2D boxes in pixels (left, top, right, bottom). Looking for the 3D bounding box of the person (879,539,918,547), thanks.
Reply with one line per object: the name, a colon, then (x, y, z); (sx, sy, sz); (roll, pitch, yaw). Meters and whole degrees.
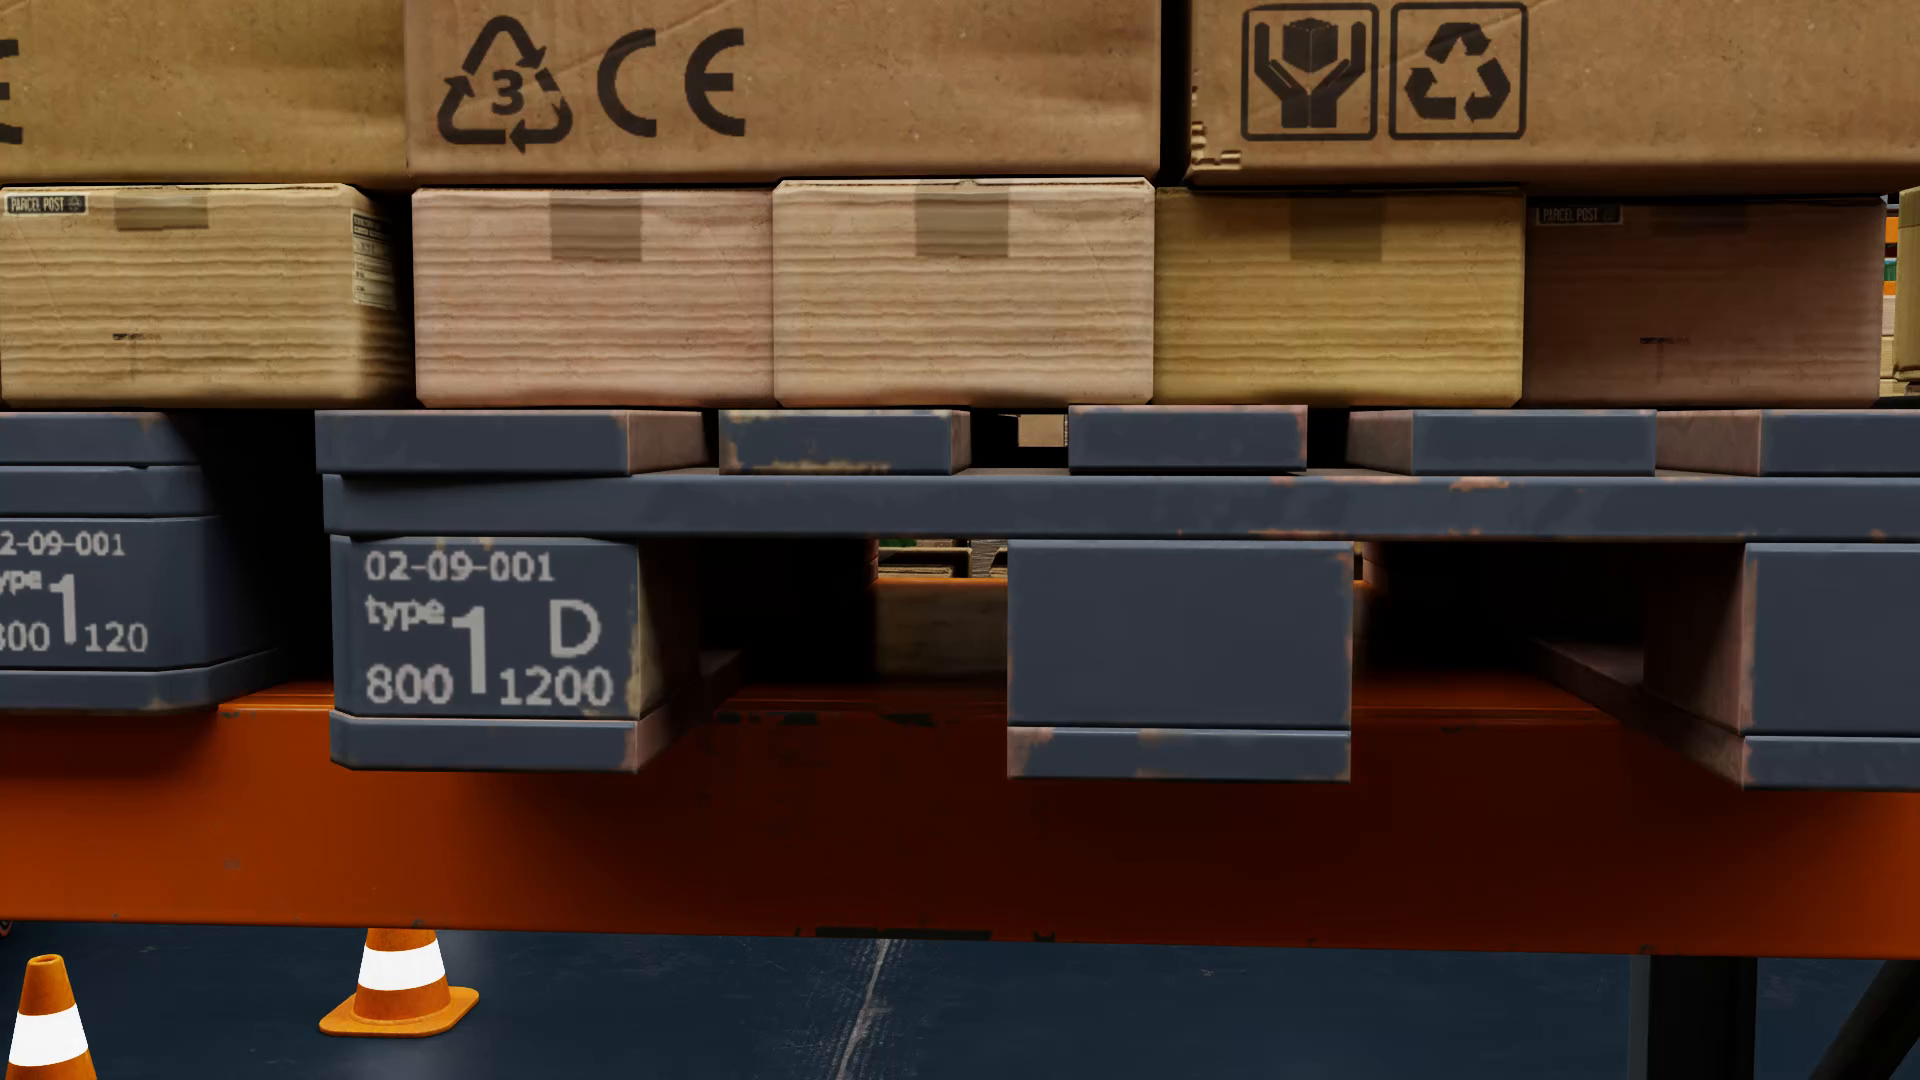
person: (-0.469, -0.064, 10.191); (0.516, 1.698, 0.554); (0, 4, 5)
